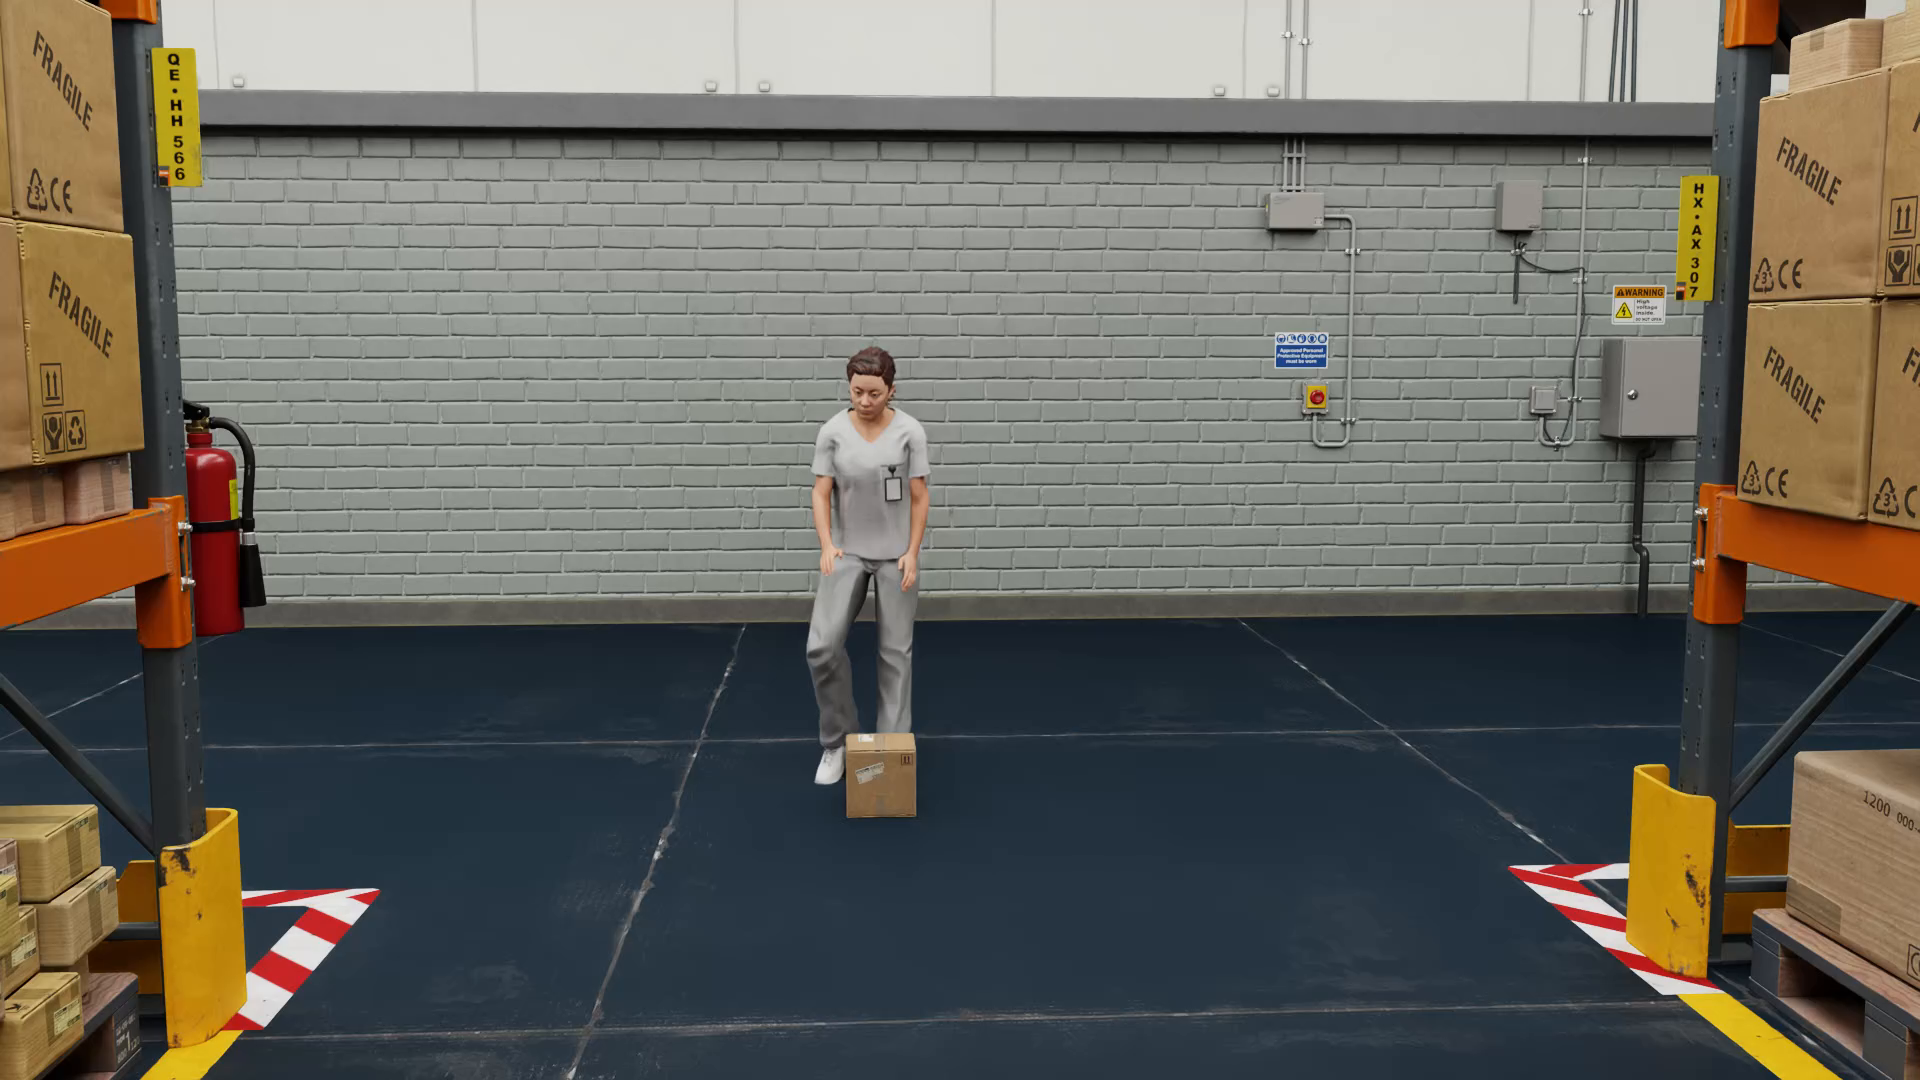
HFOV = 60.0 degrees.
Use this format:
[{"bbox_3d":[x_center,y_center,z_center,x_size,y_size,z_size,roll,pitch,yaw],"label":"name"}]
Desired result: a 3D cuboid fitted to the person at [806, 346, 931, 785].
[{"bbox_3d":[-0.348,0.116,6.337,0.473,1.699,0.497,0,7,0],"label":"person"}]
